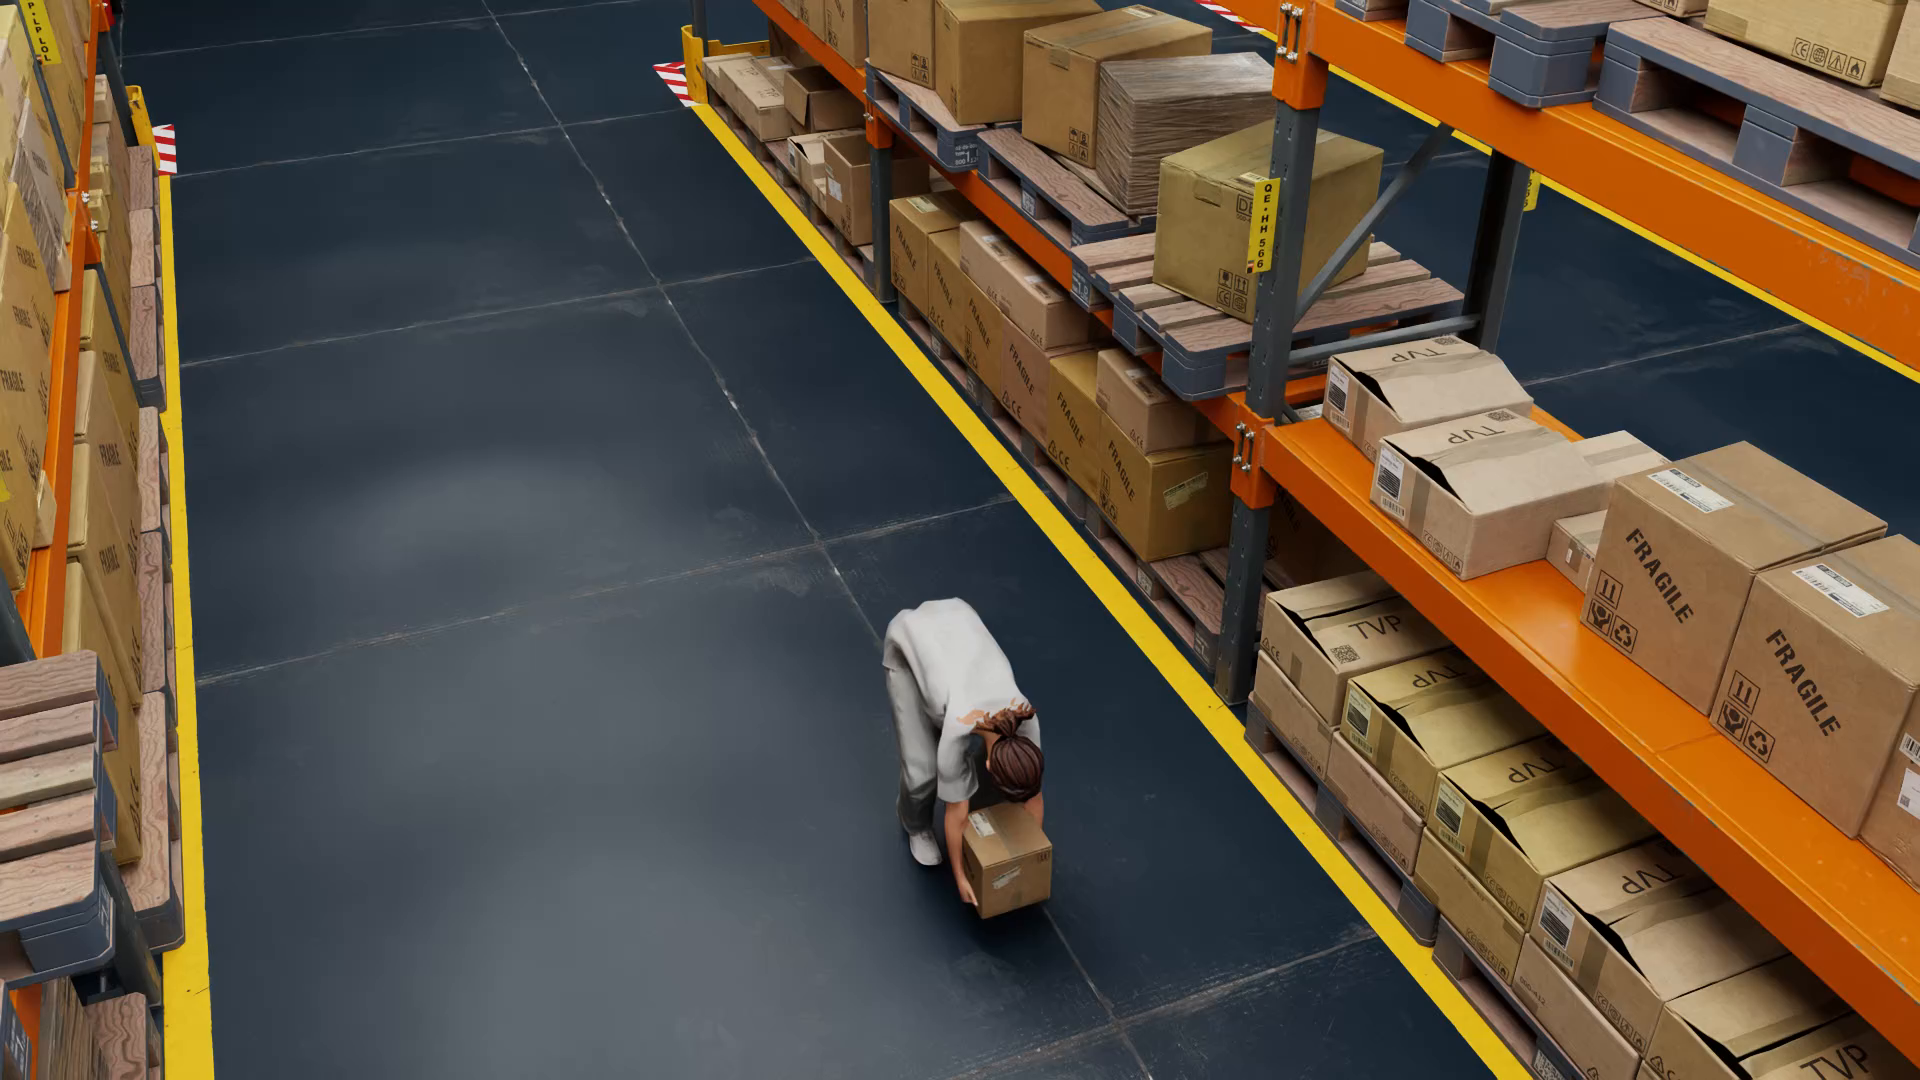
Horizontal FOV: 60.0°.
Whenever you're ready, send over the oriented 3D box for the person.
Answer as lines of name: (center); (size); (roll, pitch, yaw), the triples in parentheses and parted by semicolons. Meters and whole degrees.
person: (0.032, 0.756, 5.649); (0.445, 0.961, 0.858); (-15, 36, -21)
